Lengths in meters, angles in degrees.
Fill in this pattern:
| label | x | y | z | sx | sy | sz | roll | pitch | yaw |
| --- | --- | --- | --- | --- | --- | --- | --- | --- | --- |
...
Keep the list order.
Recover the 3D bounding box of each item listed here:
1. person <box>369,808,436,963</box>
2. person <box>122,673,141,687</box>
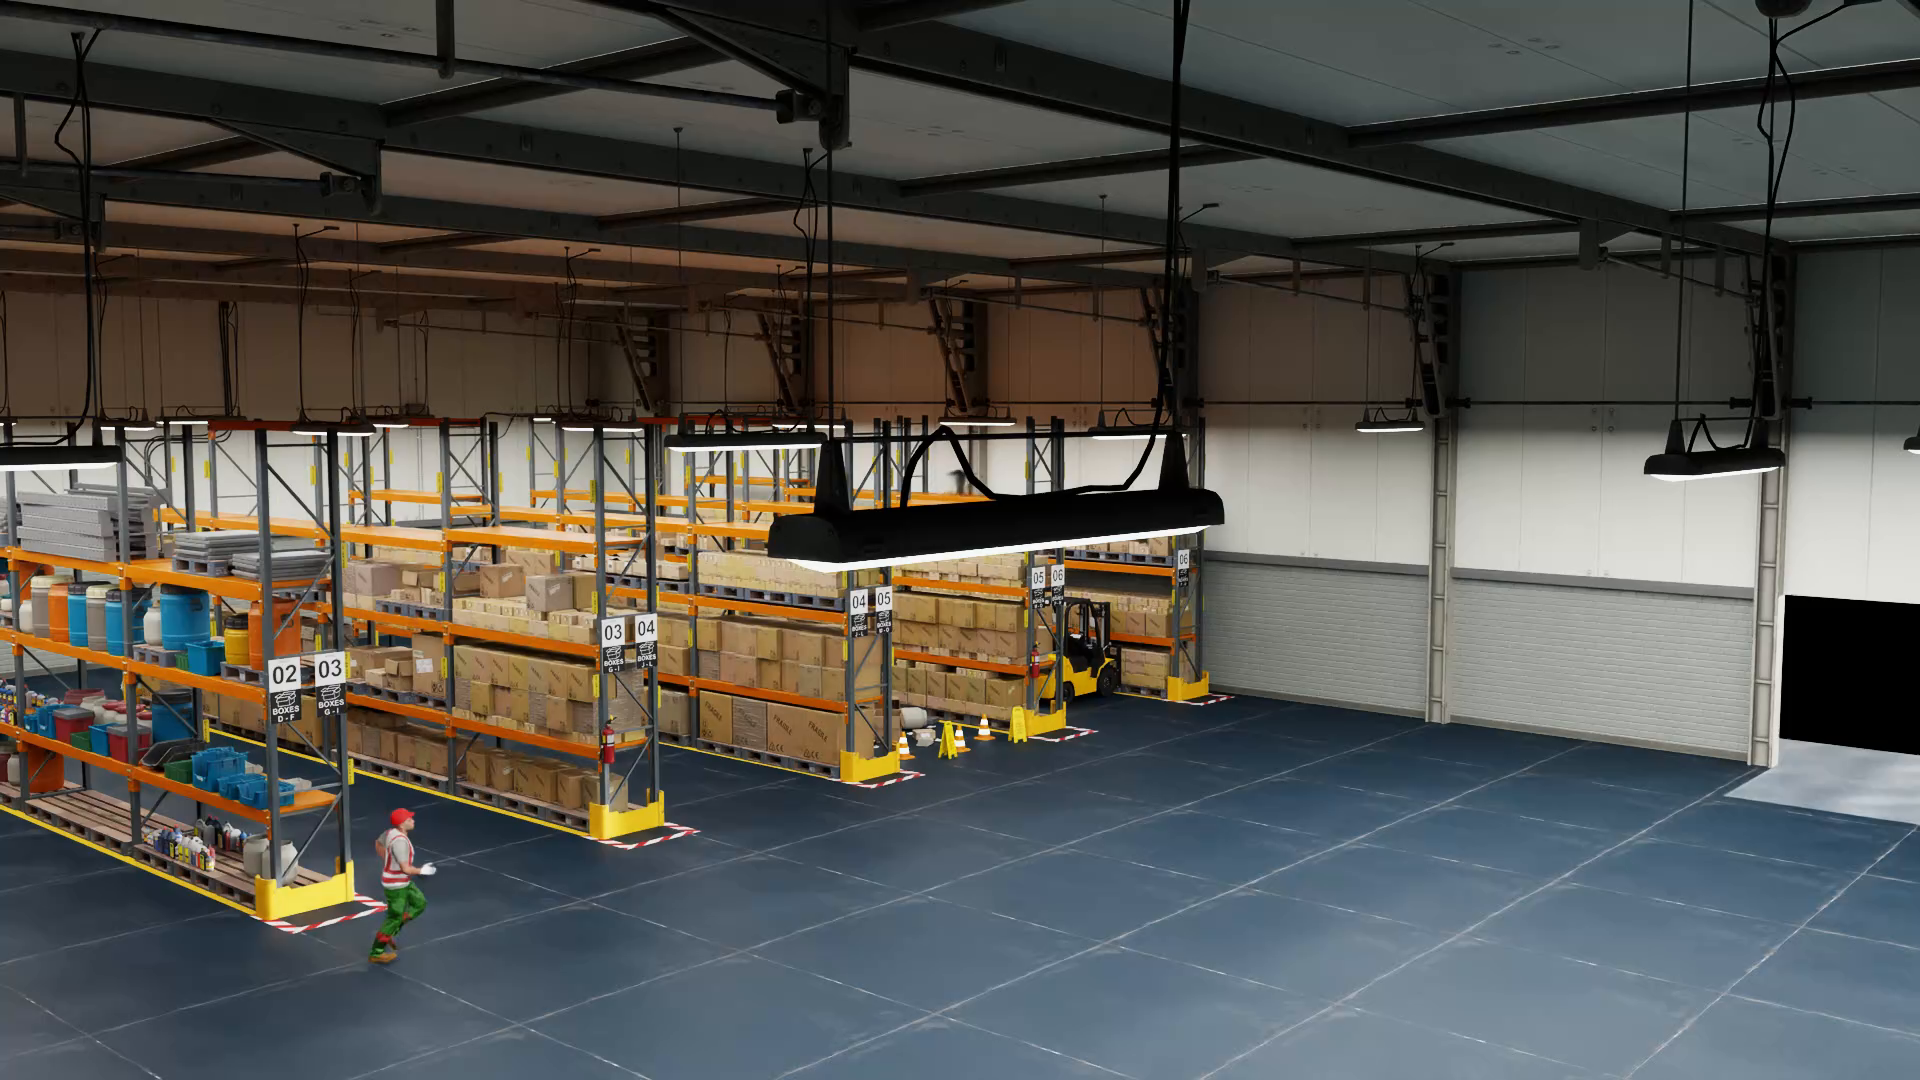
| label | x | y | z | sx | sy | sz | roll | pitch | yaw |
| --- | --- | --- | --- | --- | --- | --- | --- | --- | --- |
| person | -6.337 | 3.883 | 18.874 | 0.753 | 1.727 | 0.686 | -2 | 5 | -20 |
| person | -17.611 | 2.468 | 35.835 | 0.904 | 1.828 | 0.702 | -2 | 5 | -24 |
